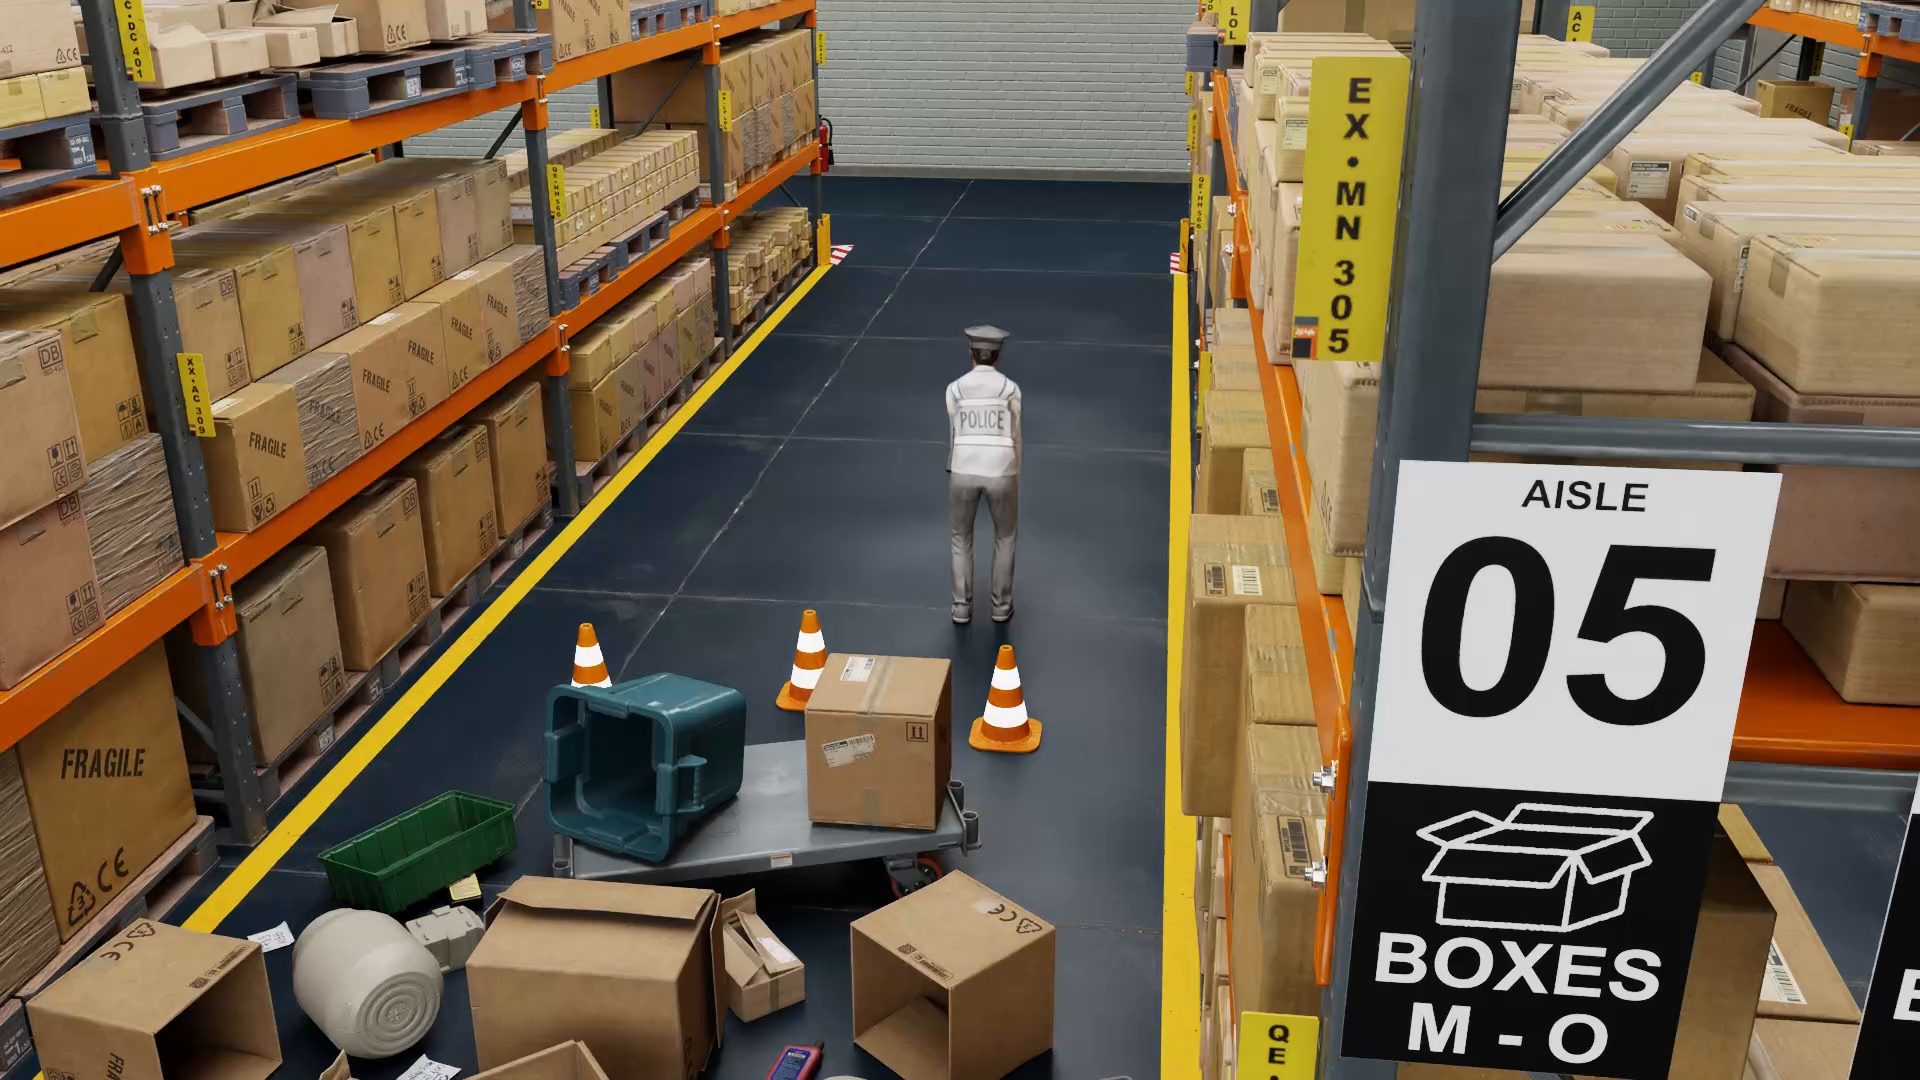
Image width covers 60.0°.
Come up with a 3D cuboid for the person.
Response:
[{"bbox_3d":[0.126,-0.343,9.055,0.410,1.605,0.570,2,21,5],"label":"person"}]
